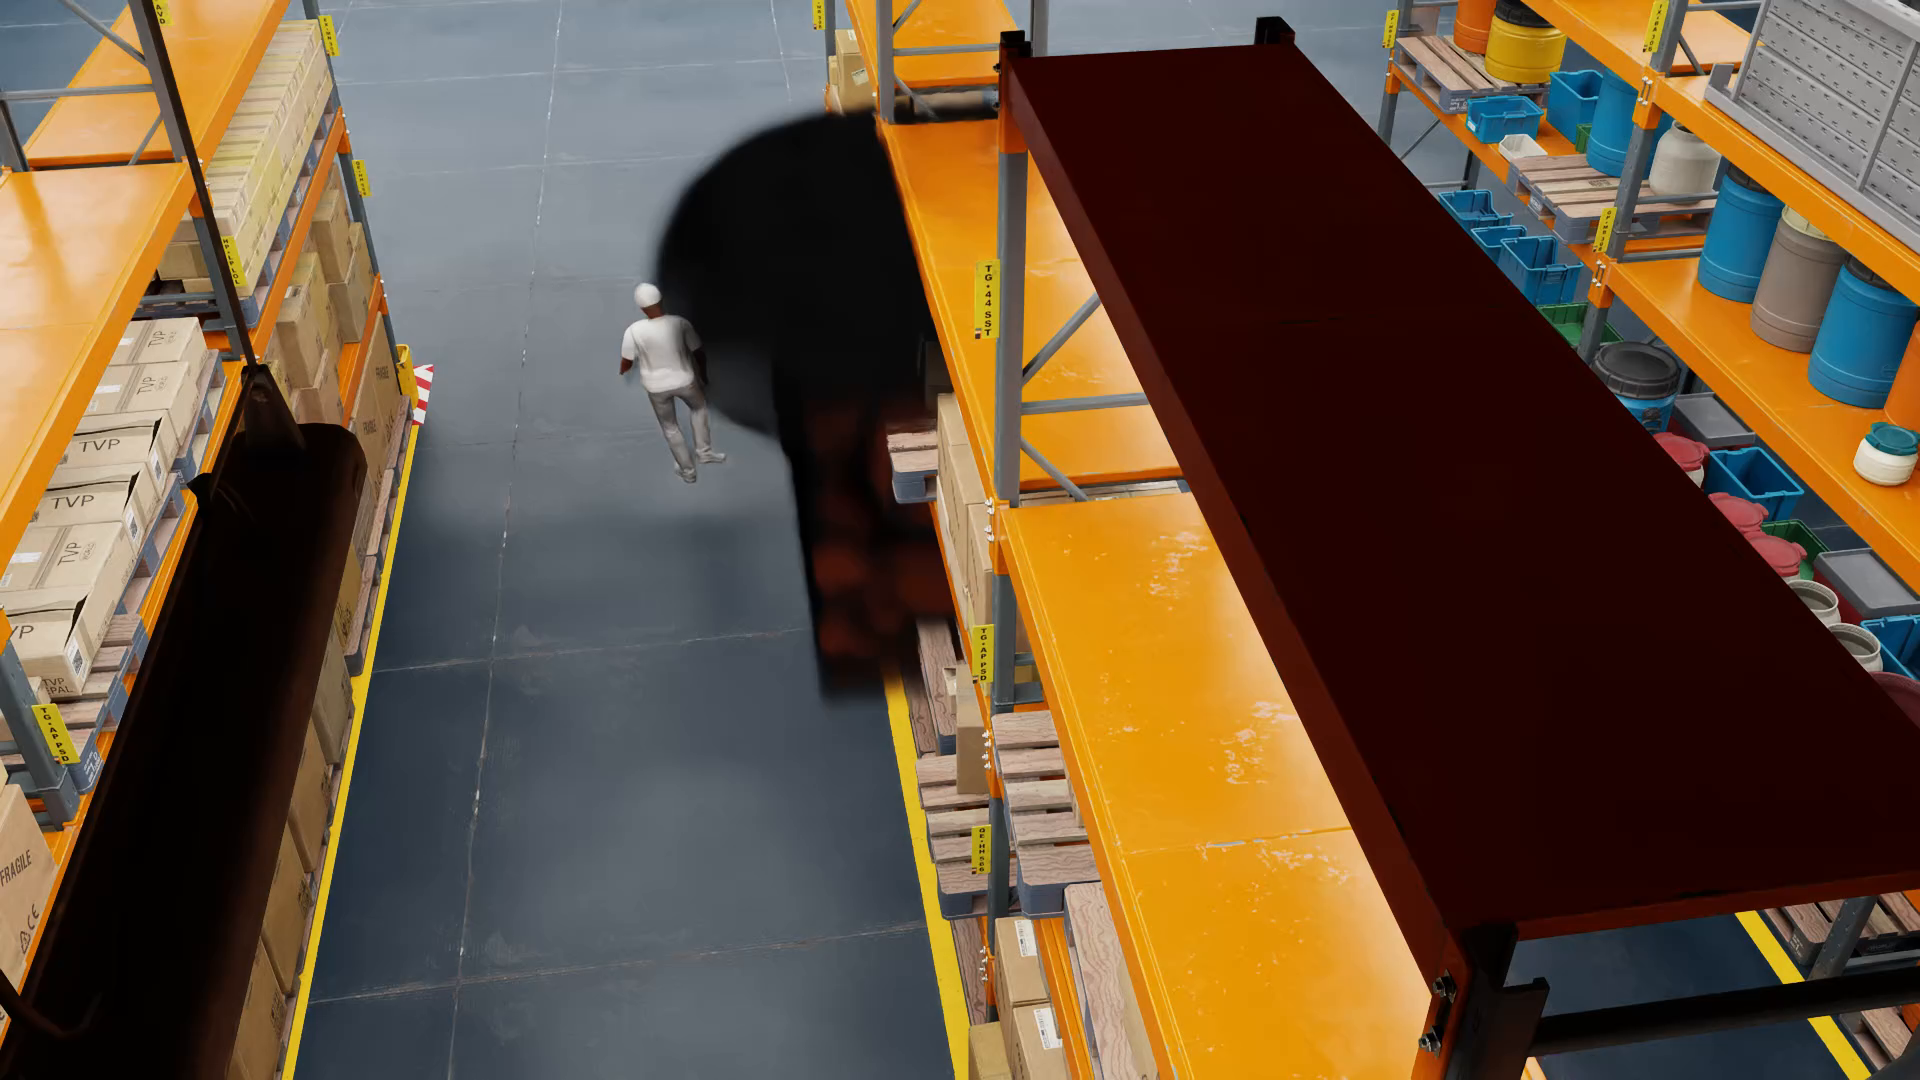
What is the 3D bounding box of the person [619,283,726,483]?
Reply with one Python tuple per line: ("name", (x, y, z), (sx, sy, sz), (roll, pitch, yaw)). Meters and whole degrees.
("person", (-2.362, -1.329, 13.520), (0.741, 1.722, 0.656), (-12, 38, -16))
